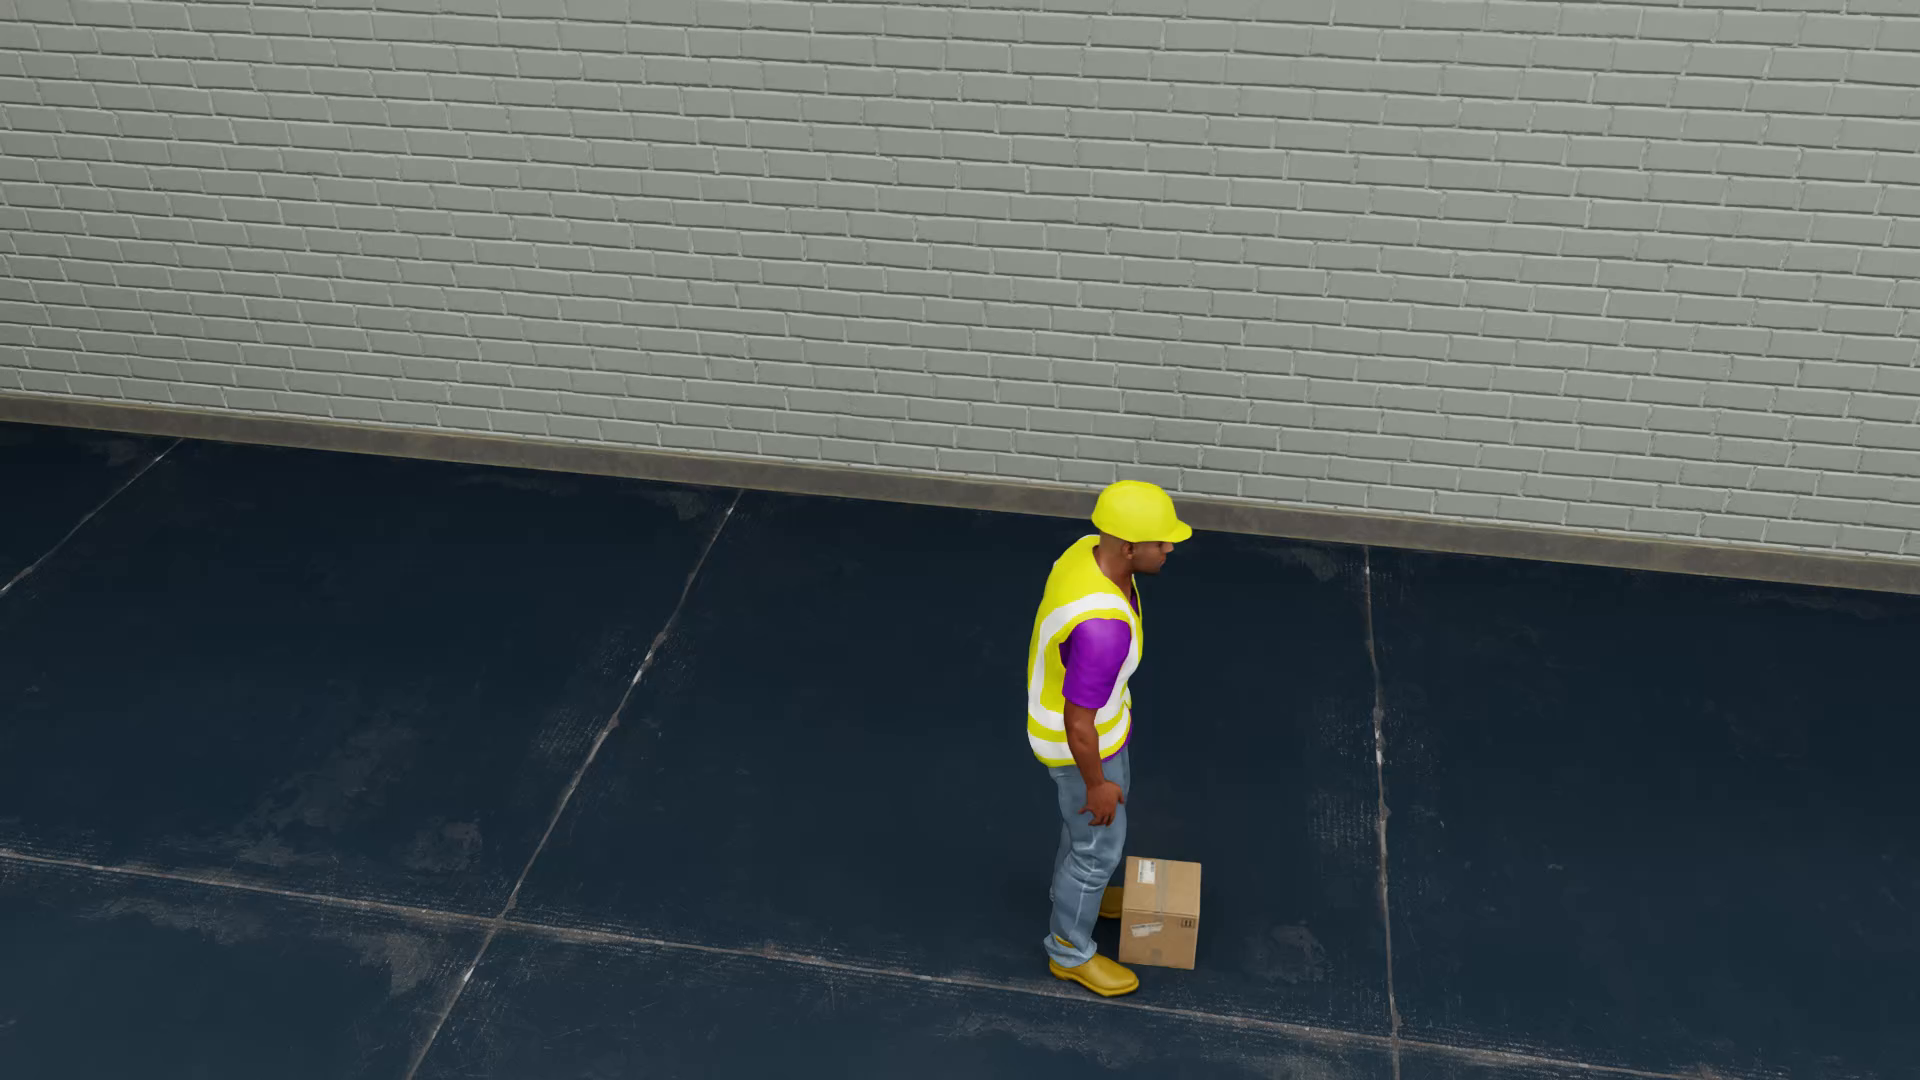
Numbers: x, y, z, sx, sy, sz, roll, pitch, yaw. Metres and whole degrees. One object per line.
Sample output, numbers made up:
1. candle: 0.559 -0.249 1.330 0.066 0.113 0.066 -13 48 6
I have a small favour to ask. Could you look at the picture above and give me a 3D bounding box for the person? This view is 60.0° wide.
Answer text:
1. person: 0.436 0.592 5.181 0.461 1.759 0.621 4 32 6
